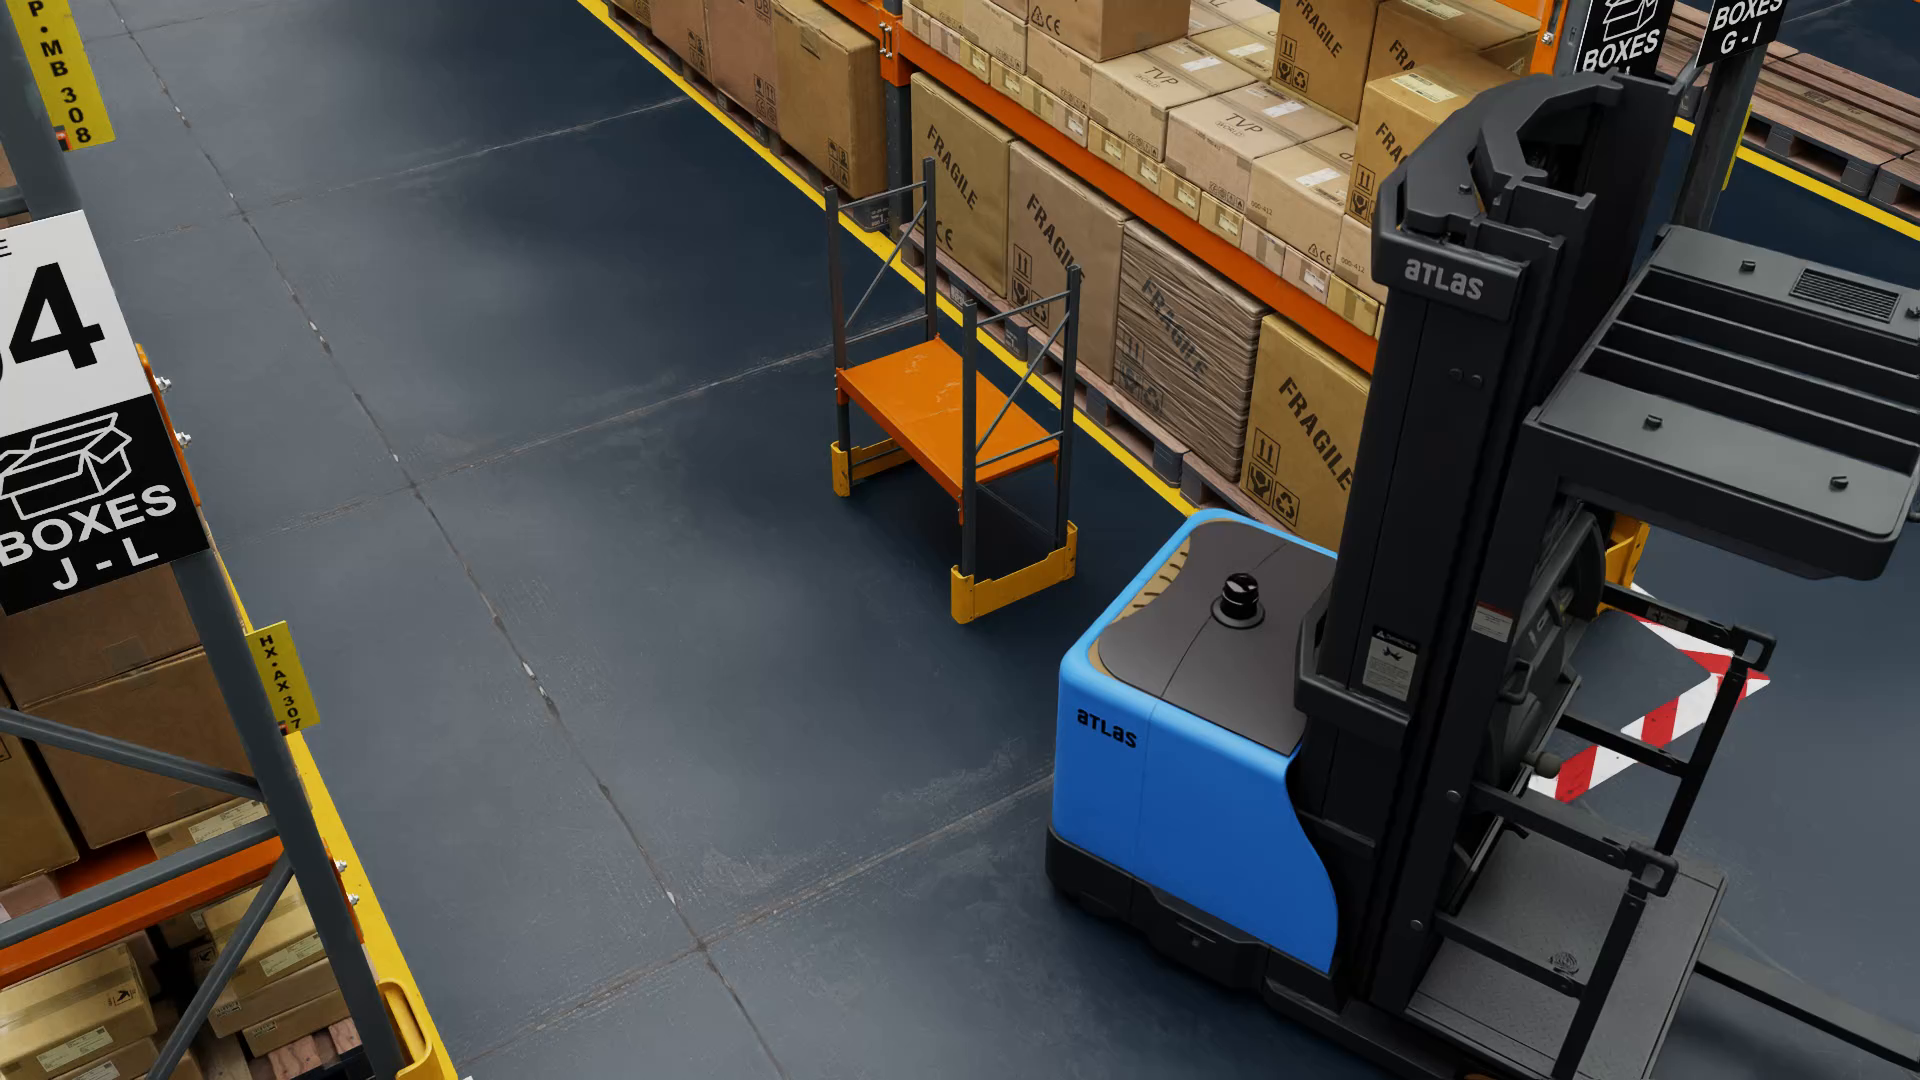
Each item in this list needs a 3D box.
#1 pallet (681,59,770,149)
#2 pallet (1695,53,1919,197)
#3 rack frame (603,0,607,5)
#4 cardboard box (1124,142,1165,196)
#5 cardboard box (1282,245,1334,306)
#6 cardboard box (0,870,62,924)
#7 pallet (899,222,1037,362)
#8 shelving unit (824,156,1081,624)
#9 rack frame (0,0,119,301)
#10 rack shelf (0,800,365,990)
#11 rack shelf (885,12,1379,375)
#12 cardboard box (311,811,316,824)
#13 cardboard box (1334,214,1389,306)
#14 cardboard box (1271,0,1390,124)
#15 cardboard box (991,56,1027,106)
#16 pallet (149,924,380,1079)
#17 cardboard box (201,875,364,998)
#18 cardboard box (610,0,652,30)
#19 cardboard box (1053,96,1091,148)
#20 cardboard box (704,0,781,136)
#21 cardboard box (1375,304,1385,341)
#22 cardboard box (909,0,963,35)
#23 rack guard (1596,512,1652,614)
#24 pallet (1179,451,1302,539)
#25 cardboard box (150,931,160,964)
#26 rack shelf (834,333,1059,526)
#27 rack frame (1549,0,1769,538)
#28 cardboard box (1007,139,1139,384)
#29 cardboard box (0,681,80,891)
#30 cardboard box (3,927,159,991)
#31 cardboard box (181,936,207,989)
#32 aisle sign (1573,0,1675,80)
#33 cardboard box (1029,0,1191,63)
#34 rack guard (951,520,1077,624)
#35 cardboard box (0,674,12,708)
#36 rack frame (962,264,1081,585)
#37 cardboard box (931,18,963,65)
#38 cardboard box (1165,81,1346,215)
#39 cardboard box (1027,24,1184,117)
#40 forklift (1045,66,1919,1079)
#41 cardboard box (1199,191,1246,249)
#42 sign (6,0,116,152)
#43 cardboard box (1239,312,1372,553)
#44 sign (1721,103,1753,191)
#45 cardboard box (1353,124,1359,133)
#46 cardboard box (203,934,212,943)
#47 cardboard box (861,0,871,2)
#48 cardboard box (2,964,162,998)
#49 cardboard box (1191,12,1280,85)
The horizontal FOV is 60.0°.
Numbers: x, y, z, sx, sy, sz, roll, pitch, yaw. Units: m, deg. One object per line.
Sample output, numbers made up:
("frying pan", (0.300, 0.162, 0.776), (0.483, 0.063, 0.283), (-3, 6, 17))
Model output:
("pallet", (-1.077, -2.946, 10.620), (1.003, 0.211, 1.213), (-22, 45, -24))
("pallet", (5.326, -2.558, 10.155), (1.003, 0.211, 1.213), (-22, 45, -24))
("rack frame", (-2.089, -5.126, 11.059), (1.000, 3.000, 0.127), (-22, 45, -24))
("cardboard box", (0.922, -1.616, 7.042), (0.380, 0.149, 0.250), (-21, 44, -24))
("cardboard box", (1.468, -1.067, 6.384), (0.380, 0.149, 0.250), (-22, 45, -24))
("cardboard box", (-2.437, 0.862, 4.069), (0.380, 0.149, 0.250), (-22, 45, -24))
("pallet", (0.405, -1.459, 8.836), (1.003, 0.211, 1.213), (-22, 45, -24))
("shelving unit", (-0.041, -0.617, 6.819), (0.587, 1.500, 1.083), (-22, 45, -24))
("rack frame", (-2.024, -1.461, 1.973), (1.000, 3.000, 0.127), (-22, 45, -24))
("rack shelf", (-3.099, 0.041, 5.419), (1.077, 0.370, 4.000), (-22, 45, -24))
("rack shelf", (1.137, -1.612, 7.403), (1.077, 0.370, 4.000), (-22, 45, -24))
("cardboard box", (-2.296, 0.862, 5.306), (0.380, 0.149, 0.250), (-22, 45, -25))
("cardboard box", (1.728, -1.035, 6.034), (0.500, 0.250, 0.500), (-23, 45, -25))
("cardboard box", (1.630, -2.053, 6.669), (0.500, 0.500, 0.500), (-23, 45, -26))
("cardboard box", (0.367, -2.172, 7.709), (0.380, 0.149, 0.250), (-23, 45, -26))
("pallet", (-2.471, 1.424, 5.376), (1.003, 0.211, 1.213), (-22, 45, -24))
("cardboard box", (-2.019, 1.150, 4.961), (0.380, 0.149, 0.250), (-24, 46, -26))
("cardboard box", (-1.735, -4.092, 11.149), (1.225, 0.875, 0.875), (-24, 46, -26))
("cardboard box", (0.638, -1.897, 7.380), (0.380, 0.149, 0.250), (-22, 44, -24))
("cardboard box", (-0.780, -3.133, 9.999), (1.225, 0.875, 0.875), (-24, 45, -26))
("cardboard box", (1.744, -0.791, 6.052), (0.380, 0.149, 0.250), (-21, 44, -24))
("cardboard box", (0.094, -2.680, 8.008), (0.500, 0.250, 0.500), (-23, 45, -25))
("rack guard", (2.226, 0.165, 6.662), (1.175, 0.500, 0.348), (-22, 45, -24))
("pallet", (1.717, -0.142, 7.255), (1.003, 0.211, 1.213), (-22, 45, -24))
("cardboard box", (-2.776, 1.290, 5.258), (0.380, 0.149, 0.250), (-22, 45, -25))
("rack shelf", (-0.046, -0.484, 6.940), (0.538, 0.185, 1.000), (-22, 45, -24))
("rack frame", (2.213, -0.809, 5.877), (1.000, 3.000, 0.127), (-22, 45, -24))
("cardboard box", (0.833, -1.443, 7.970), (0.875, 0.875, 0.875), (-22, 45, -24))
("cardboard box", (-2.482, 0.538, 3.951), (0.500, 0.500, 0.500), (-21, 44, -24))
("cardboard box", (-2.609, 1.196, 4.906), (0.380, 0.149, 0.250), (-21, 44, -24))
("cardboard box", (-2.245, 1.272, 5.279), (0.380, 0.149, 0.250), (-22, 45, -25))
("aisle sign", (1.998, -1.665, 4.874), (0.394, 0.787, 0.004), (-22, 45, -24))
("cardboard box", (0.646, -2.418, 7.108), (0.500, 0.500, 0.500), (-24, 45, -26))
("rack guard", (0.227, 0.132, 6.897), (0.587, 0.250, 0.087), (-22, 45, -24))
("cardboard box", (-2.479, 0.146, 3.640), (0.500, 0.500, 0.500), (-23, 45, -25))
("rack frame", (0.227, -0.348, 6.496), (0.500, 1.500, 0.032), (-22, 45, -24))
("cardboard box", (0.082, -2.455, 8.049), (0.380, 0.149, 0.250), (-24, 45, -26))
("cardboard box", (1.182, -1.584, 6.693), (0.500, 0.250, 0.500), (-24, 45, -26))
("cardboard box", (0.640, -2.133, 7.351), (0.500, 0.250, 0.500), (-21, 44, -23))
("forklift", (1.802, 0.350, 4.540), (3.031, 2.935, 1.130), (23, 45, 26))
("cardboard box", (1.193, -1.342, 6.713), (0.380, 0.149, 0.250), (-23, 45, -25))
("sign", (-1.566, -0.831, 2.878), (0.100, 0.325, 0.005), (-22, 45, -24))
("cardboard box", (1.801, -0.472, 6.804), (0.875, 0.875, 0.875), (-22, 45, -24))
("sign", (2.684, -1.359, 5.800), (0.100, 0.325, 0.005), (-22, 45, -24))
("cardboard box", (1.897, -1.496, 6.586), (0.500, 0.250, 0.500), (-23, 45, -25))
("cardboard box", (-2.189, 1.125, 5.223), (0.380, 0.149, 0.250), (-22, 45, -25))
("cardboard box", (-0.420, -3.164, 8.626), (0.500, 0.500, 0.500), (-22, 45, -24))
("cardboard box", (-2.643, 1.318, 4.992), (0.380, 0.149, 0.250), (-23, 45, -25))
("cardboard box", (1.345, -2.048, 7.249), (0.500, 0.250, 0.500), (-23, 45, -25))
